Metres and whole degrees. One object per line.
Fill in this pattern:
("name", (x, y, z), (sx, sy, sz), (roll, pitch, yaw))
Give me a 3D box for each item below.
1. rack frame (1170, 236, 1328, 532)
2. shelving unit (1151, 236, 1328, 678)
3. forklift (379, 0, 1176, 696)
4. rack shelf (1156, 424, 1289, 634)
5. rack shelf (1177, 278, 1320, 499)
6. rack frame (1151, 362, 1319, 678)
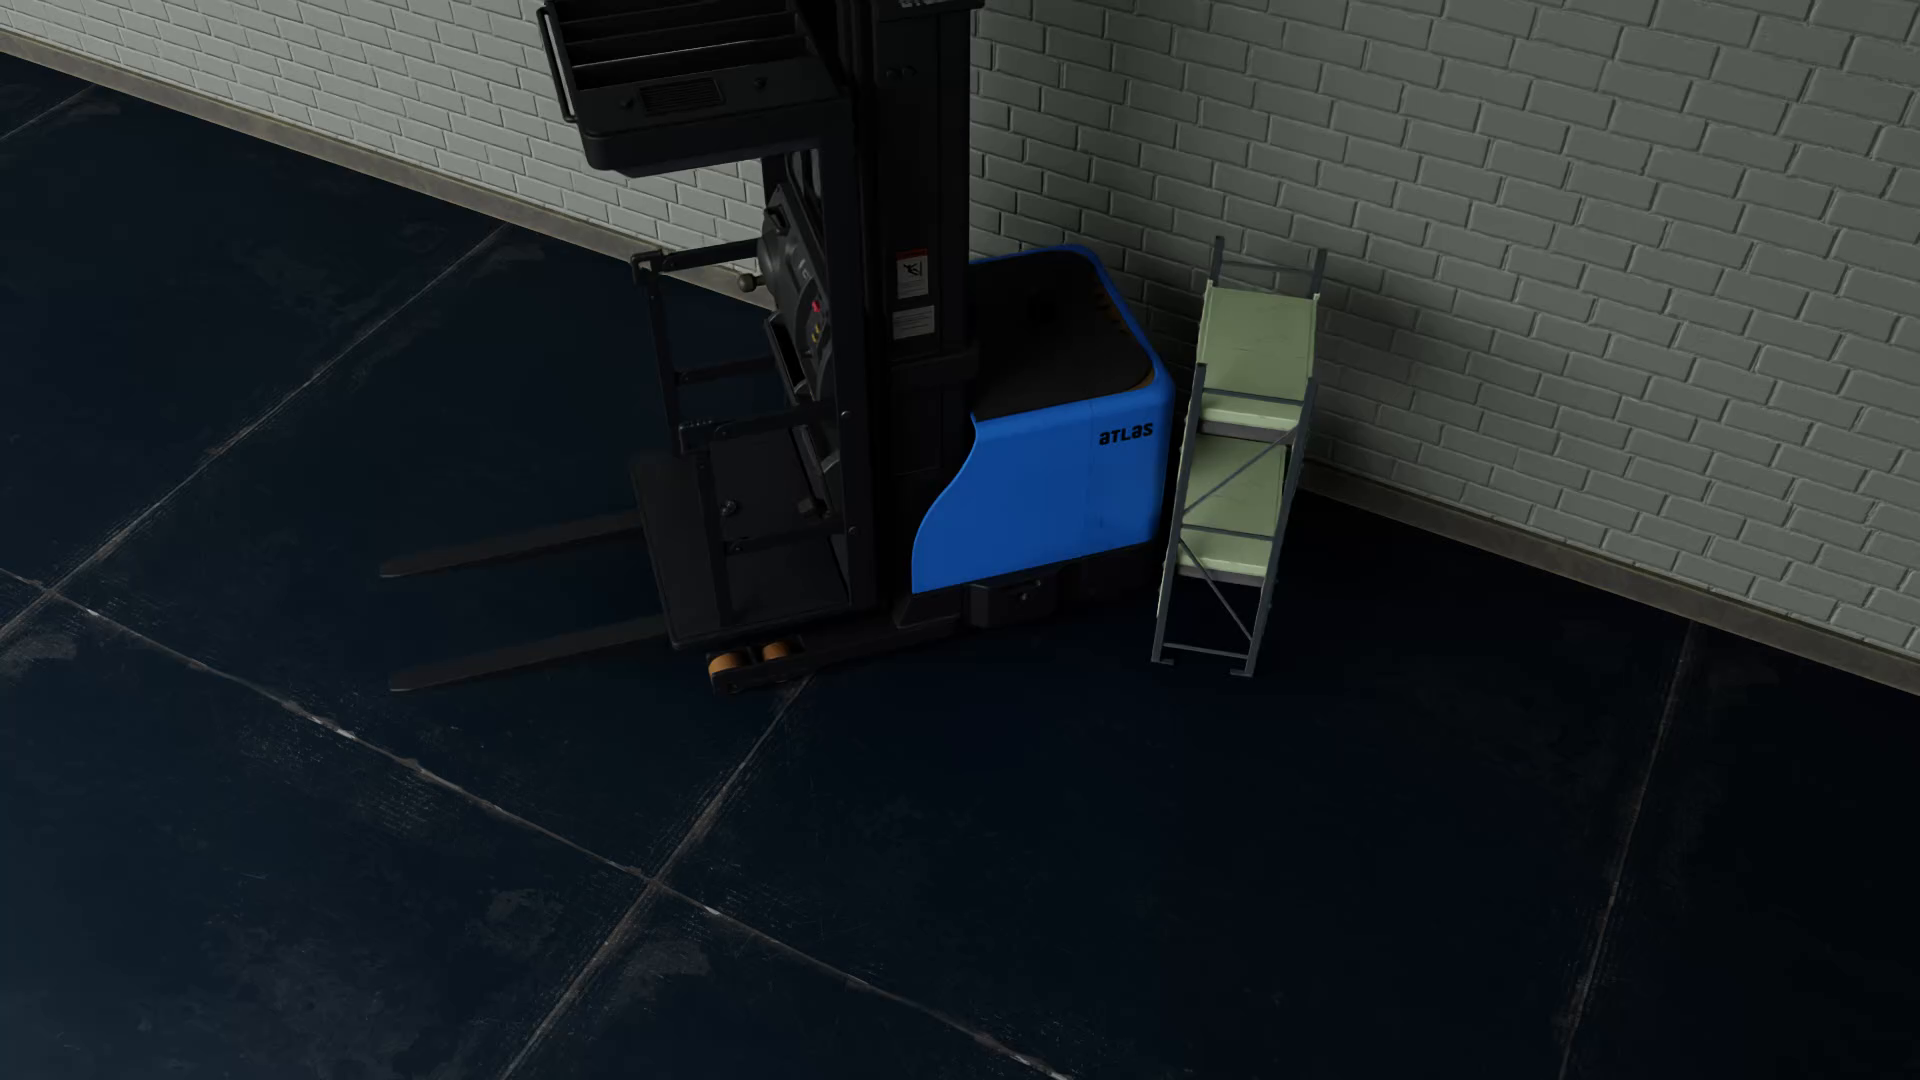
("rack frame", (1.103, -0.536, 6.499), (0.400, 1.500, 0.023), (9, 46, 7))
("shelving unit", (1.033, -0.280, 6.246), (0.431, 1.500, 0.755), (9, 46, 7))
("forklift", (-0.764, -0.856, 5.816), (3.031, 2.935, 1.130), (-12, 47, -12))
("rack shelf", (1.027, -0.052, 6.479), (0.431, 0.370, 0.720), (9, 46, 7))
("rack shelf", (1.040, -0.553, 5.968), (0.431, 0.370, 0.720), (9, 46, 7))
("rack frame", (0.963, -0.024, 5.994), (0.400, 1.500, 0.023), (9, 46, 7))
